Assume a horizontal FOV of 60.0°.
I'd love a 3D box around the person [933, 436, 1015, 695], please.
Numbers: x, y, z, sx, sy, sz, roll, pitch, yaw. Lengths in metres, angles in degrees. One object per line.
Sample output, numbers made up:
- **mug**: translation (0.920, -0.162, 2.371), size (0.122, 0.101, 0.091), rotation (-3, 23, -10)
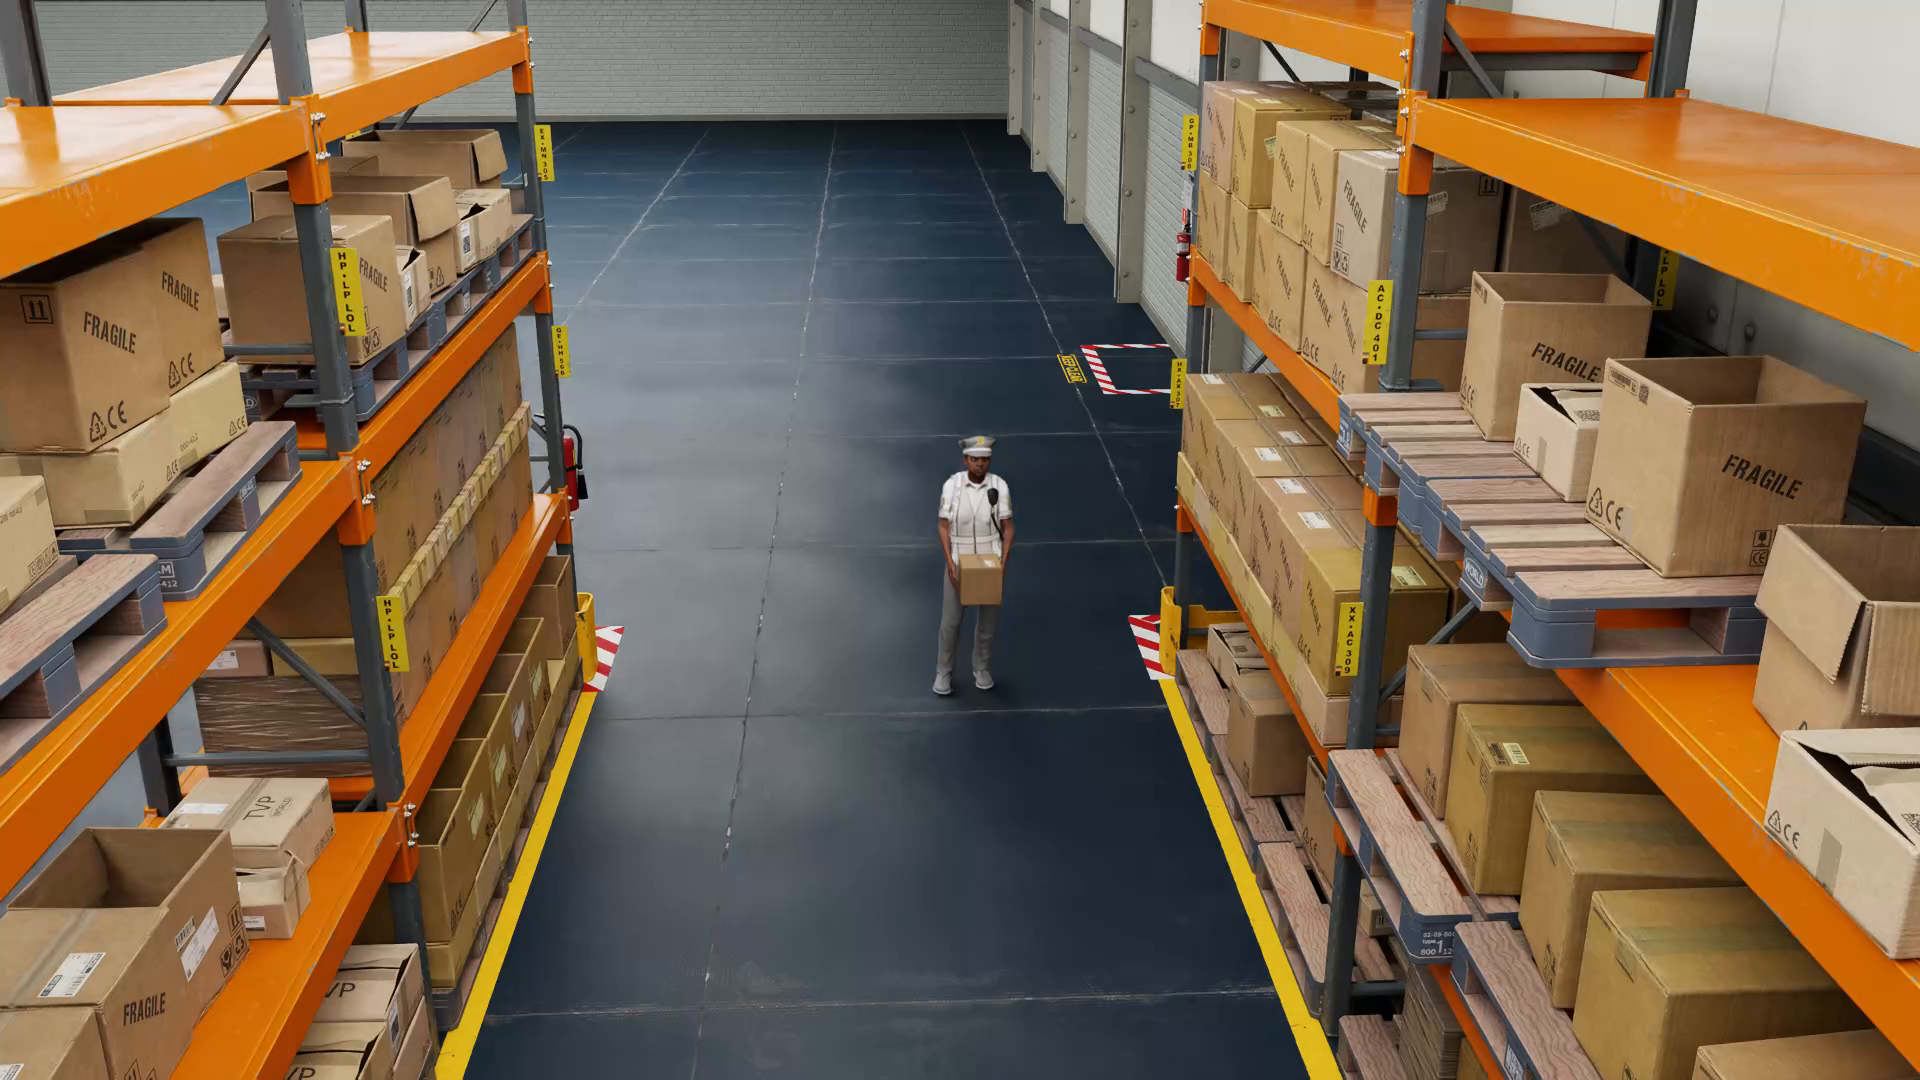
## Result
- **person**: translation (0.087, 0.152, 10.628), size (0.535, 1.698, 0.435), rotation (-1, 21, -3)
